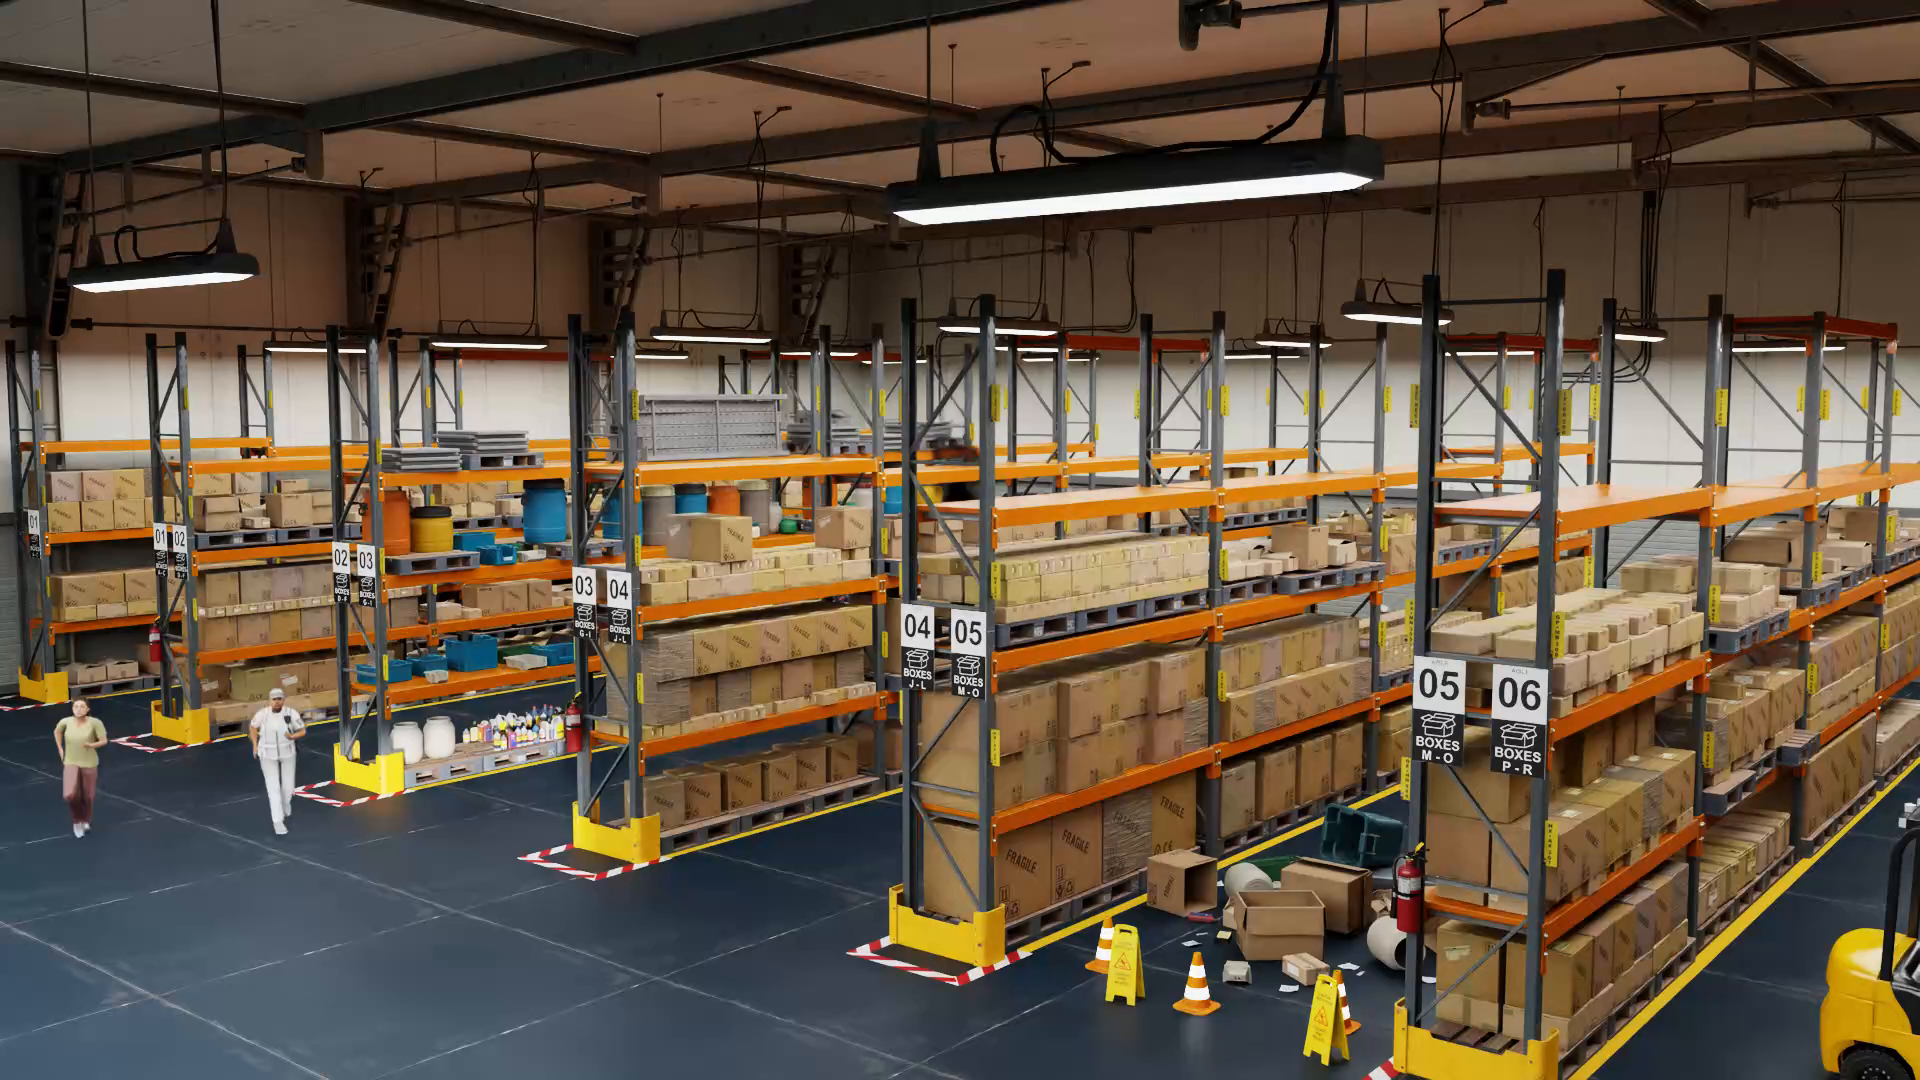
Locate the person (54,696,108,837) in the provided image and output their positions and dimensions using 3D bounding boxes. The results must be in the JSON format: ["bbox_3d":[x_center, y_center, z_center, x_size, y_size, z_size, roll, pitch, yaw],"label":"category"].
[{"bbox_3d":[-10.154,2.609,19.228,0.565,1.645,0.705,-2,6,-22],"label":"person"}]

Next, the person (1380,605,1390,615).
[{"bbox_3d":[6.771,1.913,26.486,0.709,1.767,0.934,5,7,41],"label":"person"}]

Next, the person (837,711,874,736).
[{"bbox_3d":[-1.560,2.124,23.784,0.691,1.742,0.783,3,6,32],"label":"person"}]

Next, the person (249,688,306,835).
[{"bbox_3d":[-8.024,2.553,19.595,0.605,1.655,0.917,-3,6,-26],"label":"person"}]
